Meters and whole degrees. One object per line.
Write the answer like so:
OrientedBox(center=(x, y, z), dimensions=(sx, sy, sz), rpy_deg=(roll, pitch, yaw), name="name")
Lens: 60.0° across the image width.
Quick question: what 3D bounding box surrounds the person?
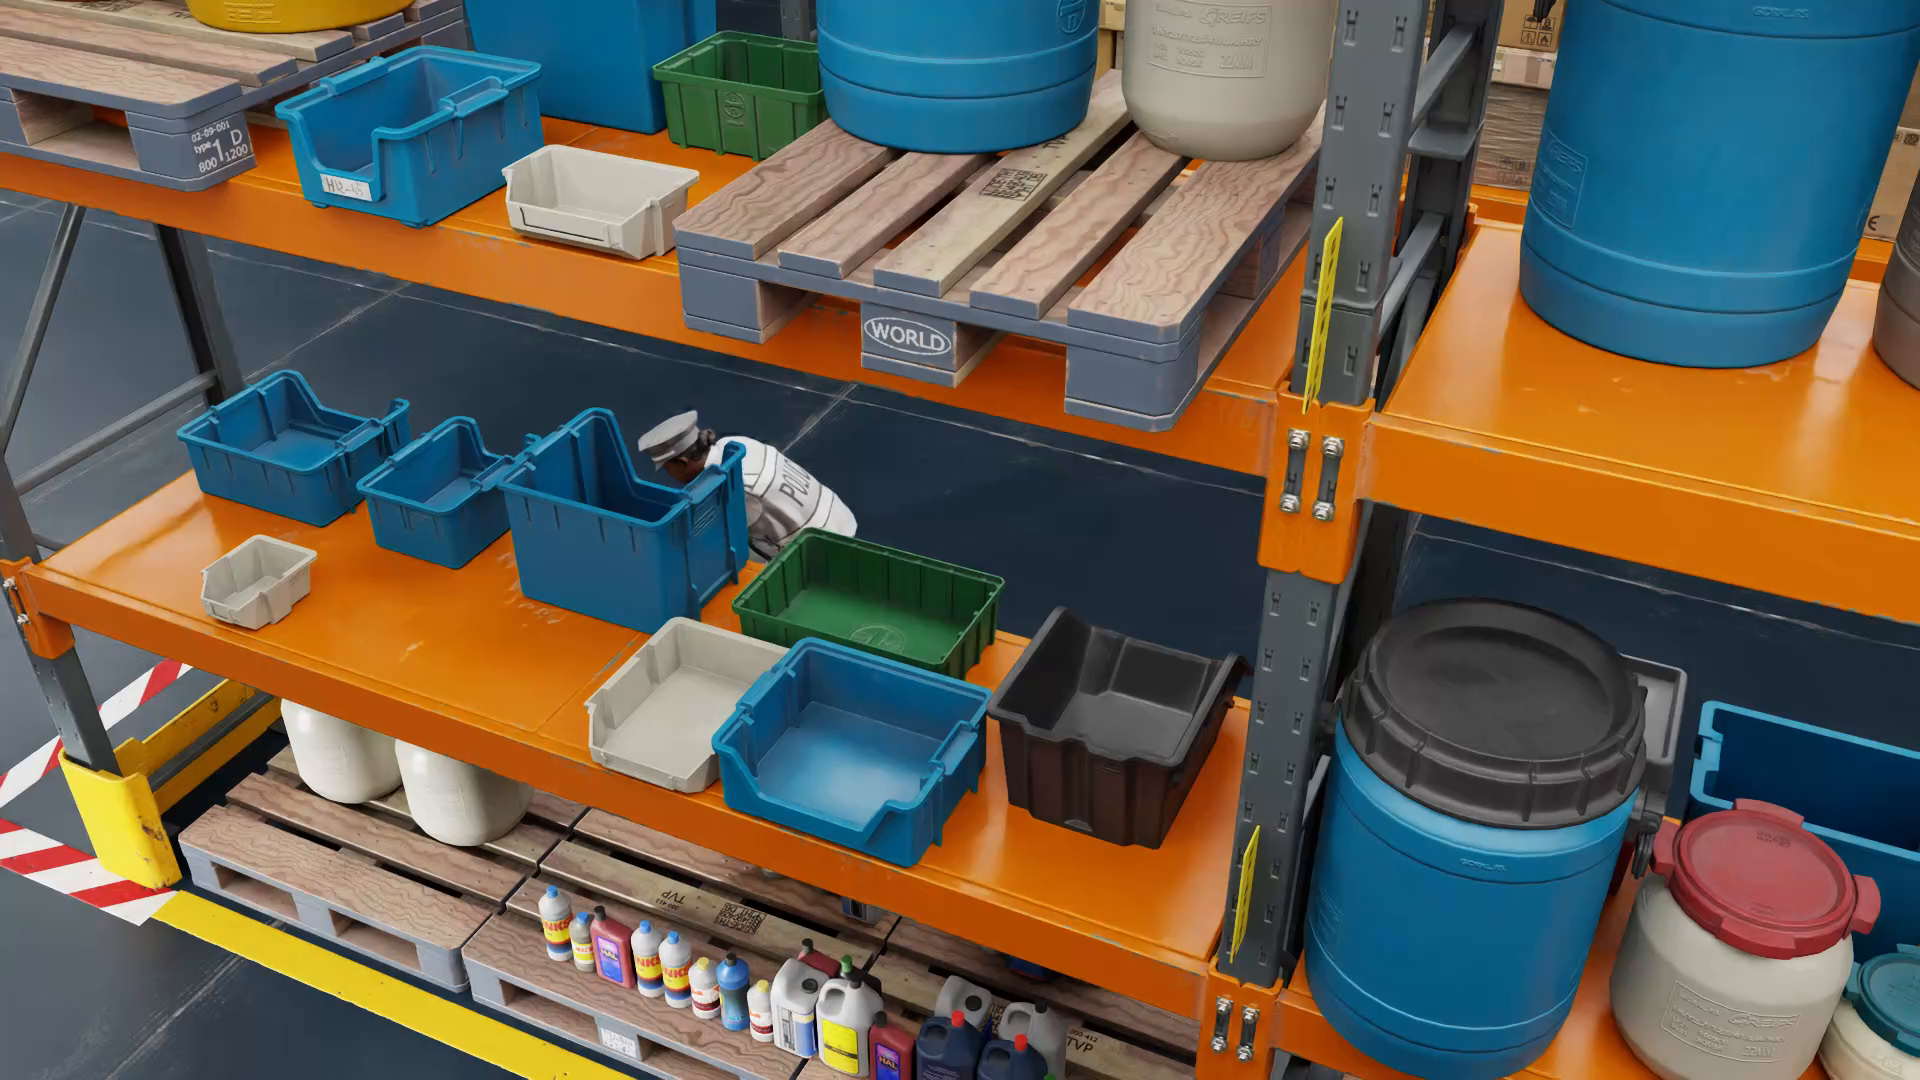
OrientedBox(center=(-0.803, 0.061, 6.456), dimensions=(0.792, 1.218, 0.500), rpy_deg=(4, 34, 5), name="person")
